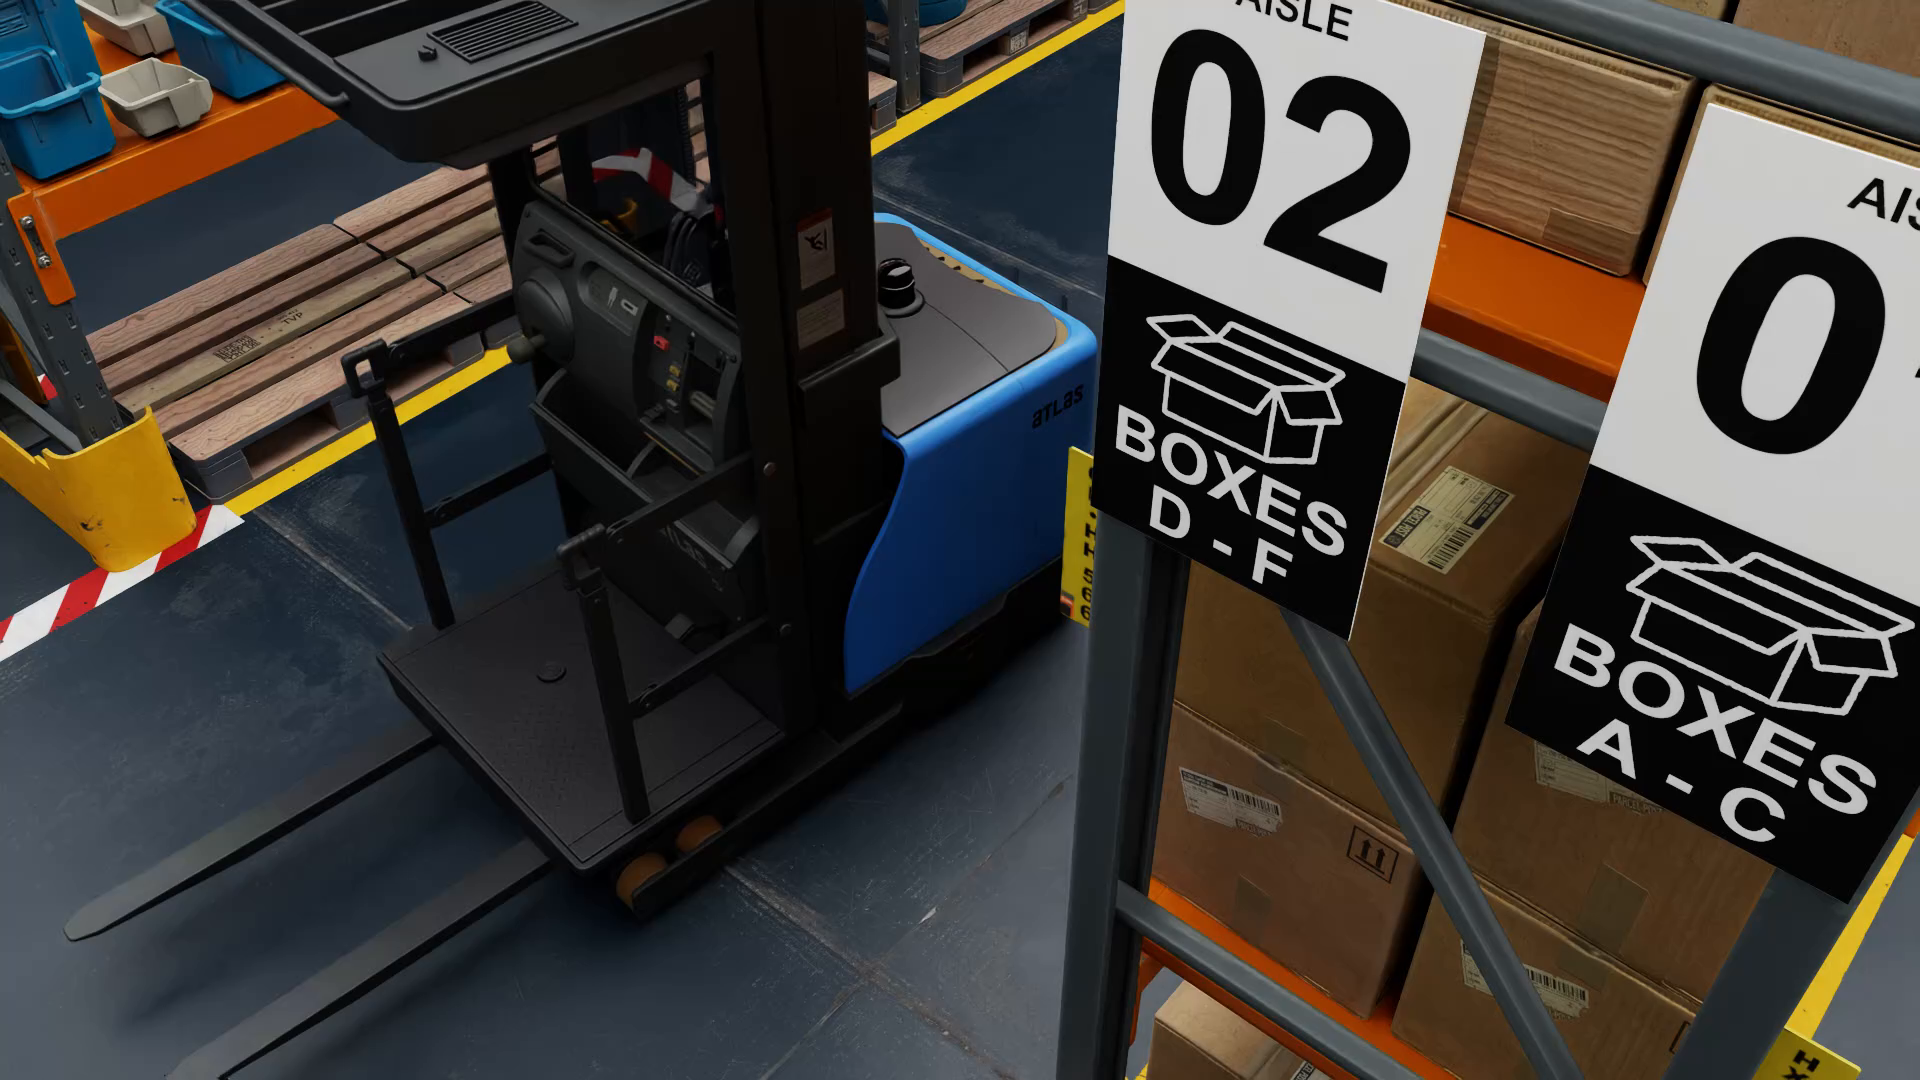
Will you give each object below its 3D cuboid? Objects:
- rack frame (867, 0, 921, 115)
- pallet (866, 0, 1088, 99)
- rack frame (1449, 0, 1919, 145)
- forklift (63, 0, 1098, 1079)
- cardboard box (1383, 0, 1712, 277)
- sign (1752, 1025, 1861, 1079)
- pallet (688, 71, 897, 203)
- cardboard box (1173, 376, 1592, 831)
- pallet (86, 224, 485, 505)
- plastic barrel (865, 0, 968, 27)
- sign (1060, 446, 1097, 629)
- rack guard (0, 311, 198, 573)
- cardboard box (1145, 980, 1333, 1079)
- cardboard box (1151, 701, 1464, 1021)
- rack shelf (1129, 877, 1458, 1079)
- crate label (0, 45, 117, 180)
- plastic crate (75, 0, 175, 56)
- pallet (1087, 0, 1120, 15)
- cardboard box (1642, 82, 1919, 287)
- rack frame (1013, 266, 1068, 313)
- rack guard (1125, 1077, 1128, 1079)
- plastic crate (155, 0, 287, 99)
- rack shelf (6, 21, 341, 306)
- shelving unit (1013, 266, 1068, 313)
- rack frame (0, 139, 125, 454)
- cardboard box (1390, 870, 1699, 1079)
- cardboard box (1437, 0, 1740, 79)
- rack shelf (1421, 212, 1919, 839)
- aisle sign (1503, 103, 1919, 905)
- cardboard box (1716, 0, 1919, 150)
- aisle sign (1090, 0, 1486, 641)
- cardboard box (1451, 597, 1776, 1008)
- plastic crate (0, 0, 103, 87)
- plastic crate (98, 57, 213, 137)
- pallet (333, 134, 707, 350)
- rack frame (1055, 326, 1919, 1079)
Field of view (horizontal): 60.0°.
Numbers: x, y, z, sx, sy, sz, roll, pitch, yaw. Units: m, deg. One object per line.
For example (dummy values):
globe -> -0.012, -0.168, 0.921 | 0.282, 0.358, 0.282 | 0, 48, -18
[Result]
rack frame -> -0.610, -3.400, 7.260 | 1.000, 3.000, 0.127 | 29, 50, 28
pallet -> -0.082, -2.747, 8.615 | 1.003, 0.211, 1.213 | 29, 50, 28
rack frame -> 0.604, -1.413, 0.615 | 1.000, 3.000, 0.127 | 29, 50, 28
forklift -> -1.000, -0.449, 4.066 | 3.031, 2.935, 1.130 | -32, 51, -31
cardboard box -> 0.733, -0.627, 2.091 | 0.500, 0.250, 0.500 | 29, 50, 28
sign -> 1.020, 0.721, 2.084 | 0.100, 0.325, 0.005 | 29, 50, 28
pallet -> -1.054, -1.973, 7.763 | 1.003, 0.211, 1.213 | 29, 50, 28
cardboard box -> 0.680, 0.051, 2.647 | 0.500, 0.500, 0.500 | 29, 50, 28
pallet -> -2.624, -0.716, 6.381 | 1.003, 0.211, 1.213 | 29, 50, 28
plastic barrel -> -0.247, -3.052, 8.124 | 0.600, 0.901, 0.708 | 29, 50, 28
sign -> 0.192, 0.010, 2.413 | 0.100, 0.325, 0.005 | 29, 50, 28
rack guard -> -3.190, -0.397, 5.815 | 1.175, 0.500, 0.348 | 29, 50, 28
cardboard box -> 0.766, 1.182, 3.752 | 0.500, 0.500, 0.500 | 29, 50, 28
cardboard box -> 0.684, 0.421, 2.983 | 0.500, 0.500, 0.500 | 31, 51, 30
rack shelf -> 1.891, 0.043, 4.008 | 1.077, 0.370, 4.000 | 29, 50, 28
crate label -> -2.774, -1.285, 5.014 | 0.416, 0.233, 0.303 | 29, 50, 28
plastic crate -> -2.798, -1.763, 5.611 | 0.396, 0.136, 0.243 | 29, 50, 28
pallet -> 0.703, -3.378, 9.309 | 1.003, 0.211, 1.213 | 29, 50, 28
cardboard box -> 1.129, -0.403, 1.845 | 0.500, 0.250, 0.500 | 29, 50, 28
rack frame -> 0.257, -0.495, 5.626 | 0.006, 0.900, 0.240 | -32, 51, -31
rack guard -> 0.653, 1.692, 3.518 | 1.175, 0.500, 0.348 | 29, 50, 28
plastic crate -> -2.350, -1.624, 5.386 | 0.416, 0.233, 0.300 | 29, 50, 28
rack shelf -> -1.897, -2.104, 6.369 | 1.077, 0.370, 4.000 | 29, 50, 28
shelving unit -> 0.183, -0.448, 5.574 | 0.210, 0.900, 0.258 | -32, 51, -31
rack frame -> -3.185, -1.340, 4.994 | 1.000, 3.000, 0.127 | 29, 50, 28
cardboard box -> 1.092, 0.655, 2.726 | 0.500, 0.500, 0.500 | 31, 50, 29
cardboard box -> 0.740, -0.808, 1.919 | 0.500, 0.250, 0.500 | 29, 50, 28
rack shelf -> 1.891, -1.067, 2.999 | 1.077, 0.370, 4.000 | 29, 50, 28
aisle sign -> 0.785, 0.007, 1.581 | 0.394, 0.787, 0.004 | 29, 50, 28
cardboard box -> 1.134, -0.585, 1.674 | 0.500, 0.250, 0.500 | 29, 50, 28
aisle sign -> 0.326, -0.253, 1.866 | 0.394, 0.787, 0.004 | 29, 50, 28
cardboard box -> 1.092, 0.285, 2.389 | 0.500, 0.500, 0.500 | 31, 51, 30
plastic crate -> -3.112, -1.629, 5.241 | 0.616, 0.435, 0.499 | 29, 50, 28
plastic crate -> -2.504, -1.379, 5.188 | 0.250, 0.136, 0.298 | 29, 50, 28
pallet -> -1.839, -1.342, 7.069 | 1.003, 0.211, 1.213 | 29, 50, 28
rack frame -> 0.604, 0.806, 2.634 | 1.000, 3.000, 0.127 | 29, 50, 28
